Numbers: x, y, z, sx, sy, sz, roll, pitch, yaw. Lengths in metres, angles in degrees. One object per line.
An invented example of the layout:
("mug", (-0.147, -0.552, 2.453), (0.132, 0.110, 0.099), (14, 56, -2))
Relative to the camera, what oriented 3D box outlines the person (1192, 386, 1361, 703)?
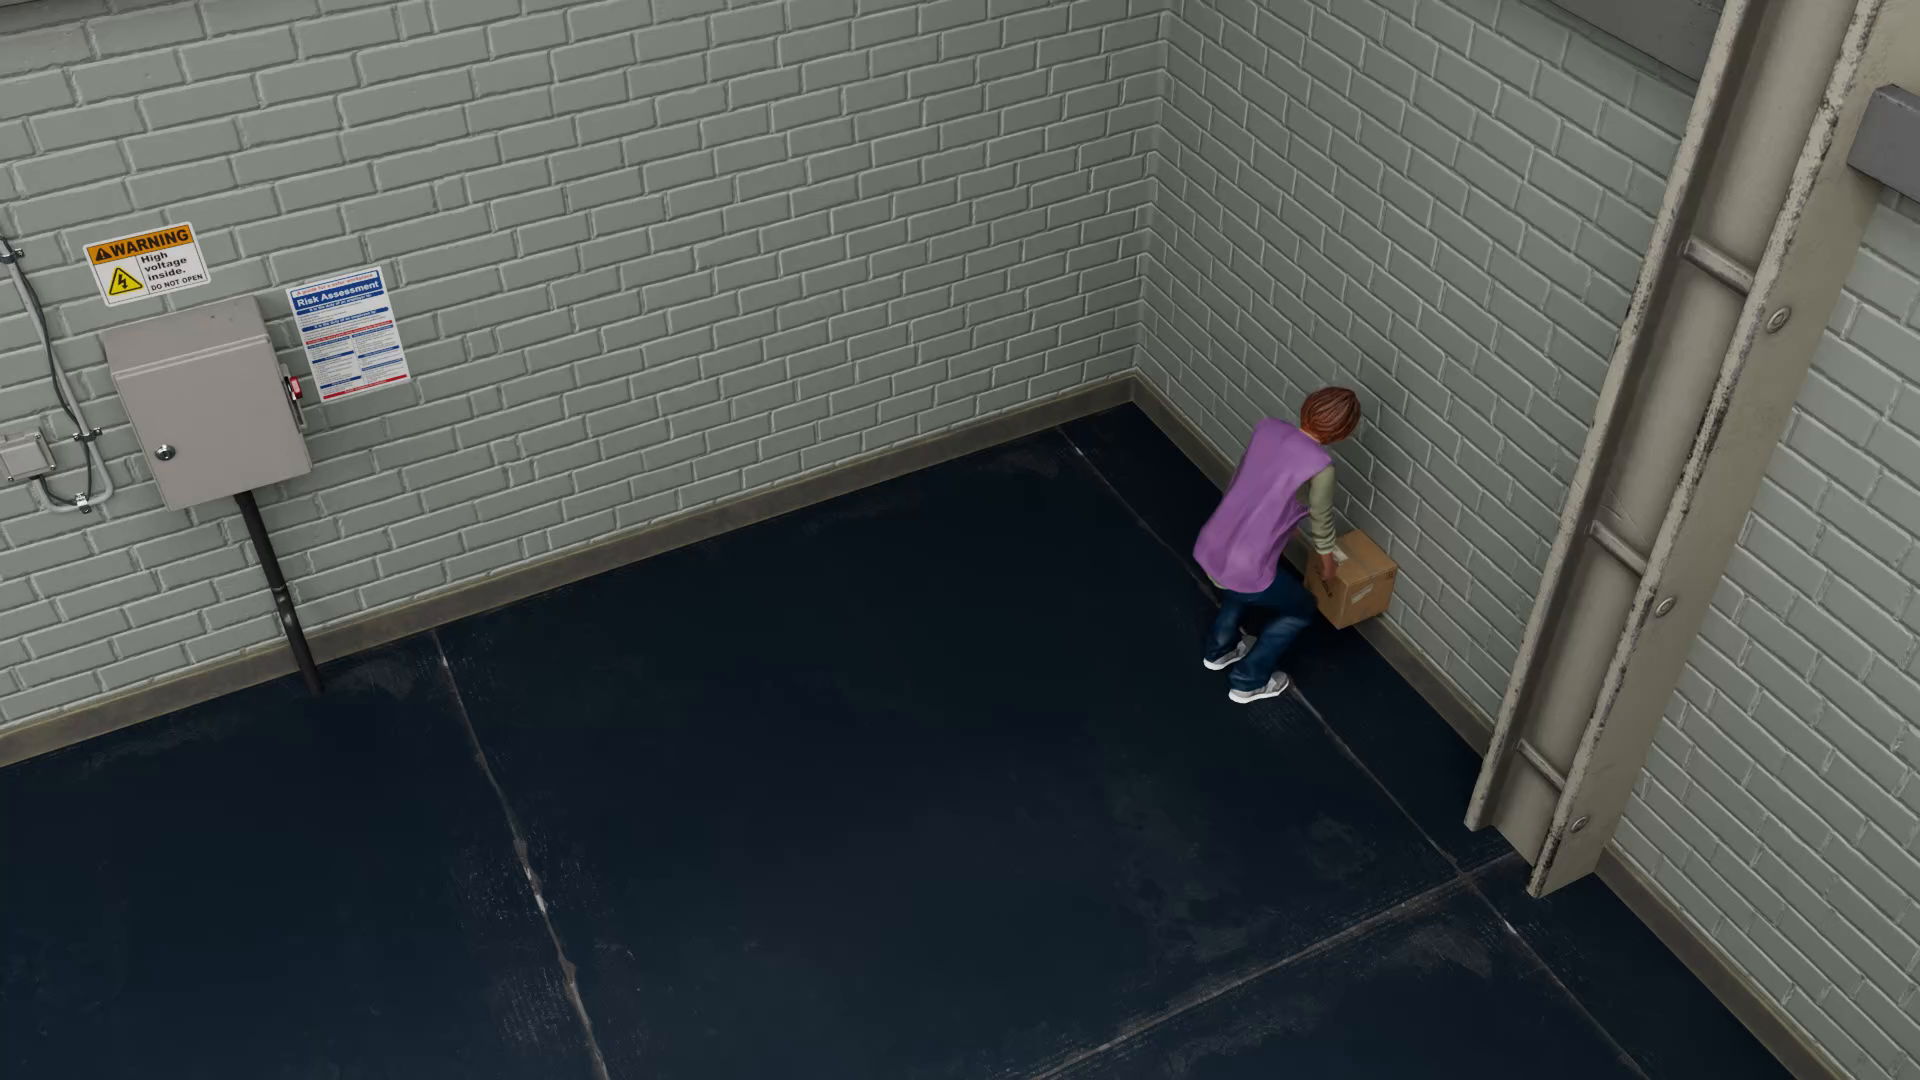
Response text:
("person", (1.172, 0.028, 6.356), (0.639, 1.311, 0.462), (-19, 45, -20))
